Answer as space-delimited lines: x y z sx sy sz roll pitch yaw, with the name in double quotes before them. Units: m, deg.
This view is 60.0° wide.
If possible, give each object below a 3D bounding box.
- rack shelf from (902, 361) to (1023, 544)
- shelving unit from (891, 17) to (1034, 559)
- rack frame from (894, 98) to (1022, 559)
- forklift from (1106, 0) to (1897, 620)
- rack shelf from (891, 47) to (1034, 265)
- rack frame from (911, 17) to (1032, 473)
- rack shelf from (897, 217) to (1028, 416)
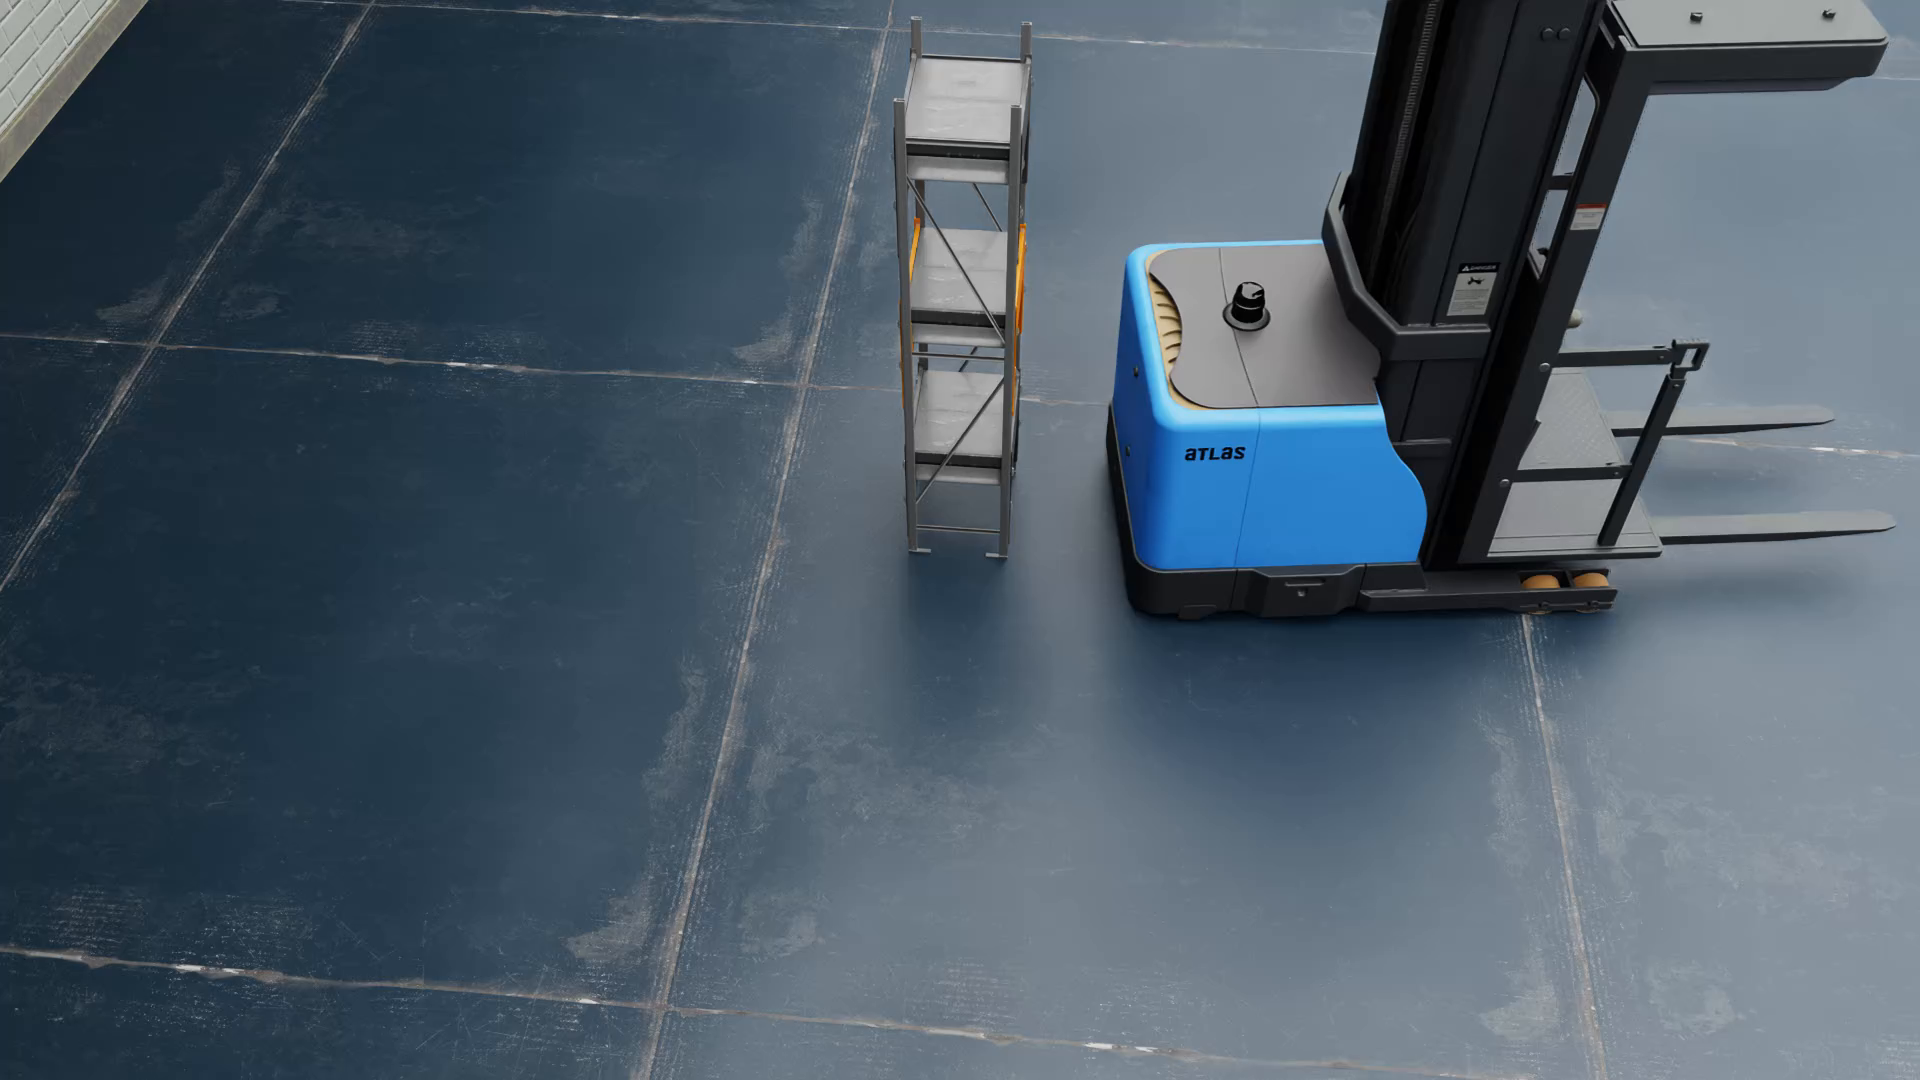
"rack shelf" 0.015 -0.349 6.639 0.431 0.518 0.480 4 48 4
"shelving unit" 0.015 -0.830 6.112 0.431 2.100 0.503 4 48 4
"rack frame" -0.007 -0.651 5.948 0.400 2.100 0.015 4 48 4
"forklift" 2.151 -1.090 5.786 3.031 2.935 1.130 -2 48 -2
"rack shelf" 0.015 -1.294 5.606 0.431 0.518 0.480 4 48 4
"rack frame" 0.037 -1.010 6.276 0.400 2.100 0.015 4 48 4
"rack shelf" 0.015 -0.821 6.122 0.431 0.518 0.480 4 48 4
